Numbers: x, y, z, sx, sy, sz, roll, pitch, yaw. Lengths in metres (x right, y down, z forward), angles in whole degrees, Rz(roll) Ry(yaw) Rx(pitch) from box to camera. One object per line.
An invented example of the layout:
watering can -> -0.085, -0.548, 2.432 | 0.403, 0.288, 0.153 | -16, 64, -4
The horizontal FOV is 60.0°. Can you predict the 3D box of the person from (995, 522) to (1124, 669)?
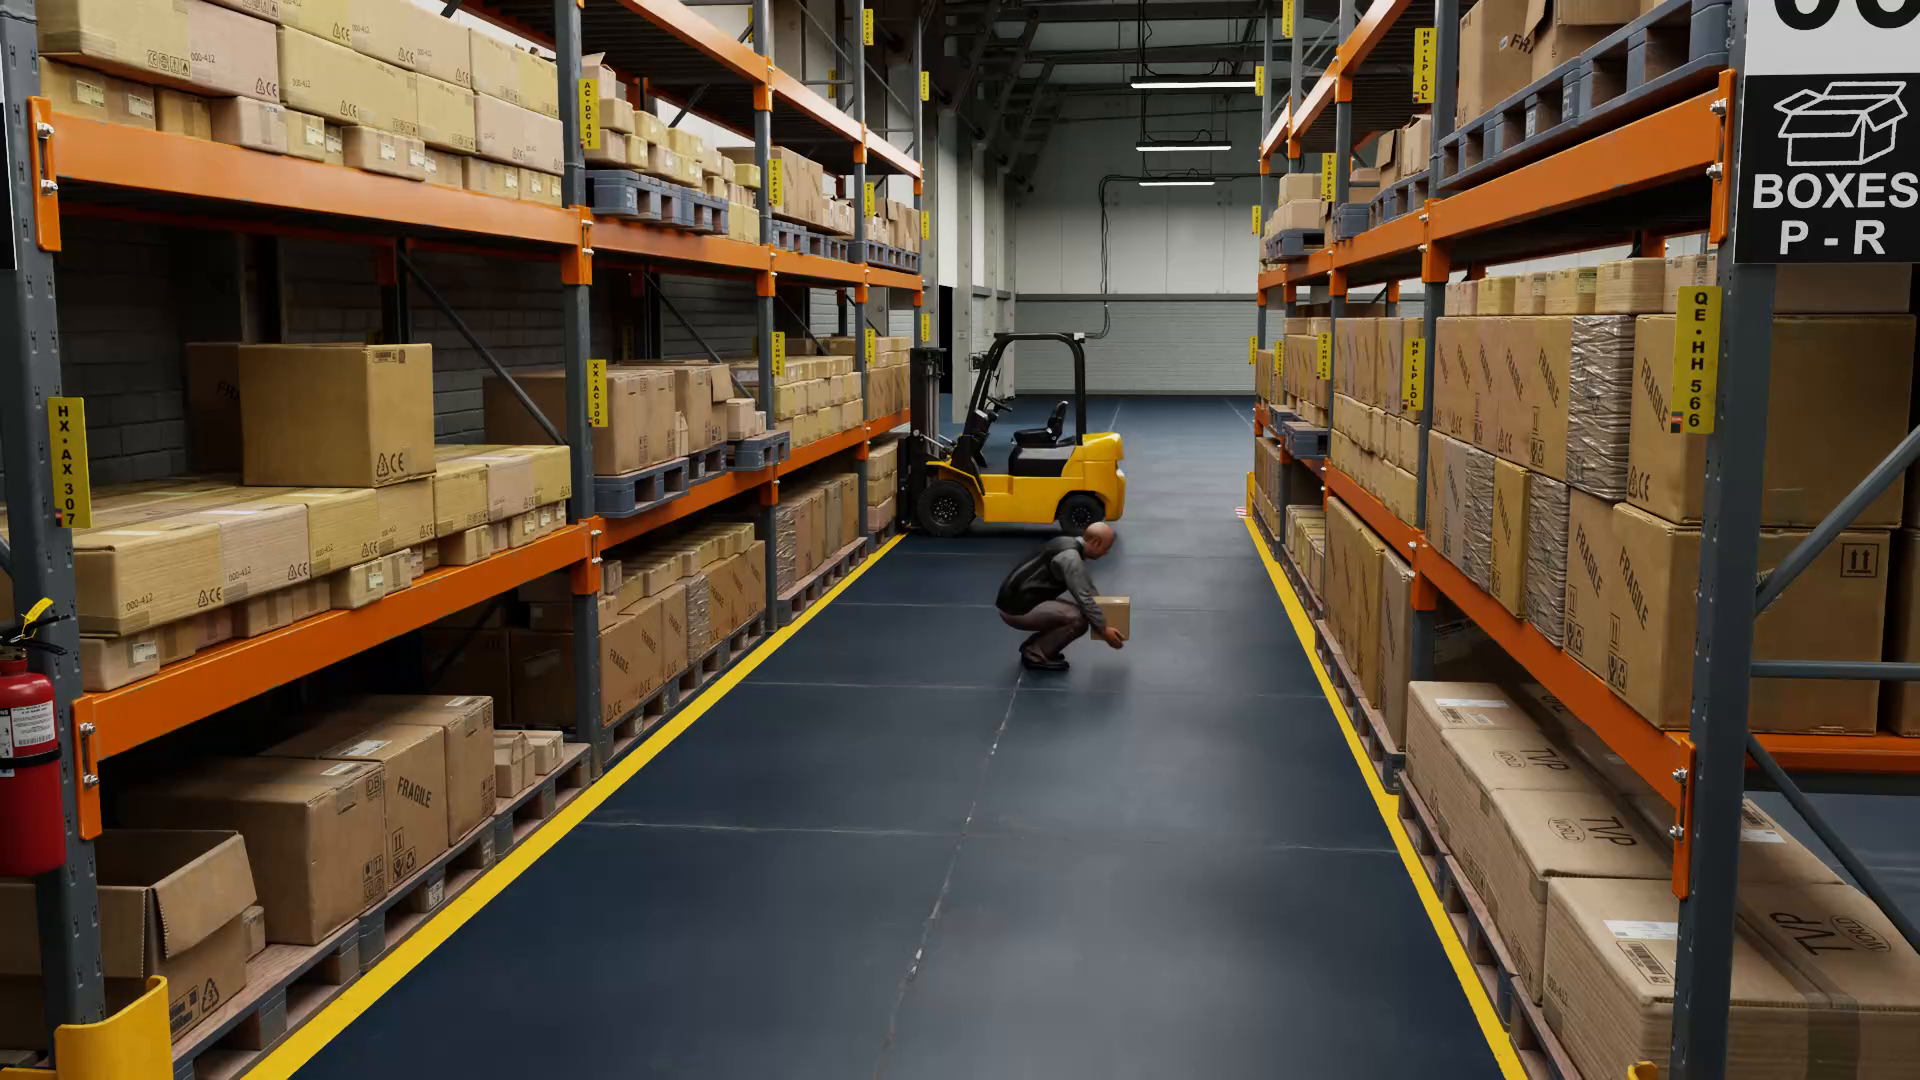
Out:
person -> 0.667, 0.363, 11.063 | 0.856, 0.968, 0.527 | 1, 8, 6
